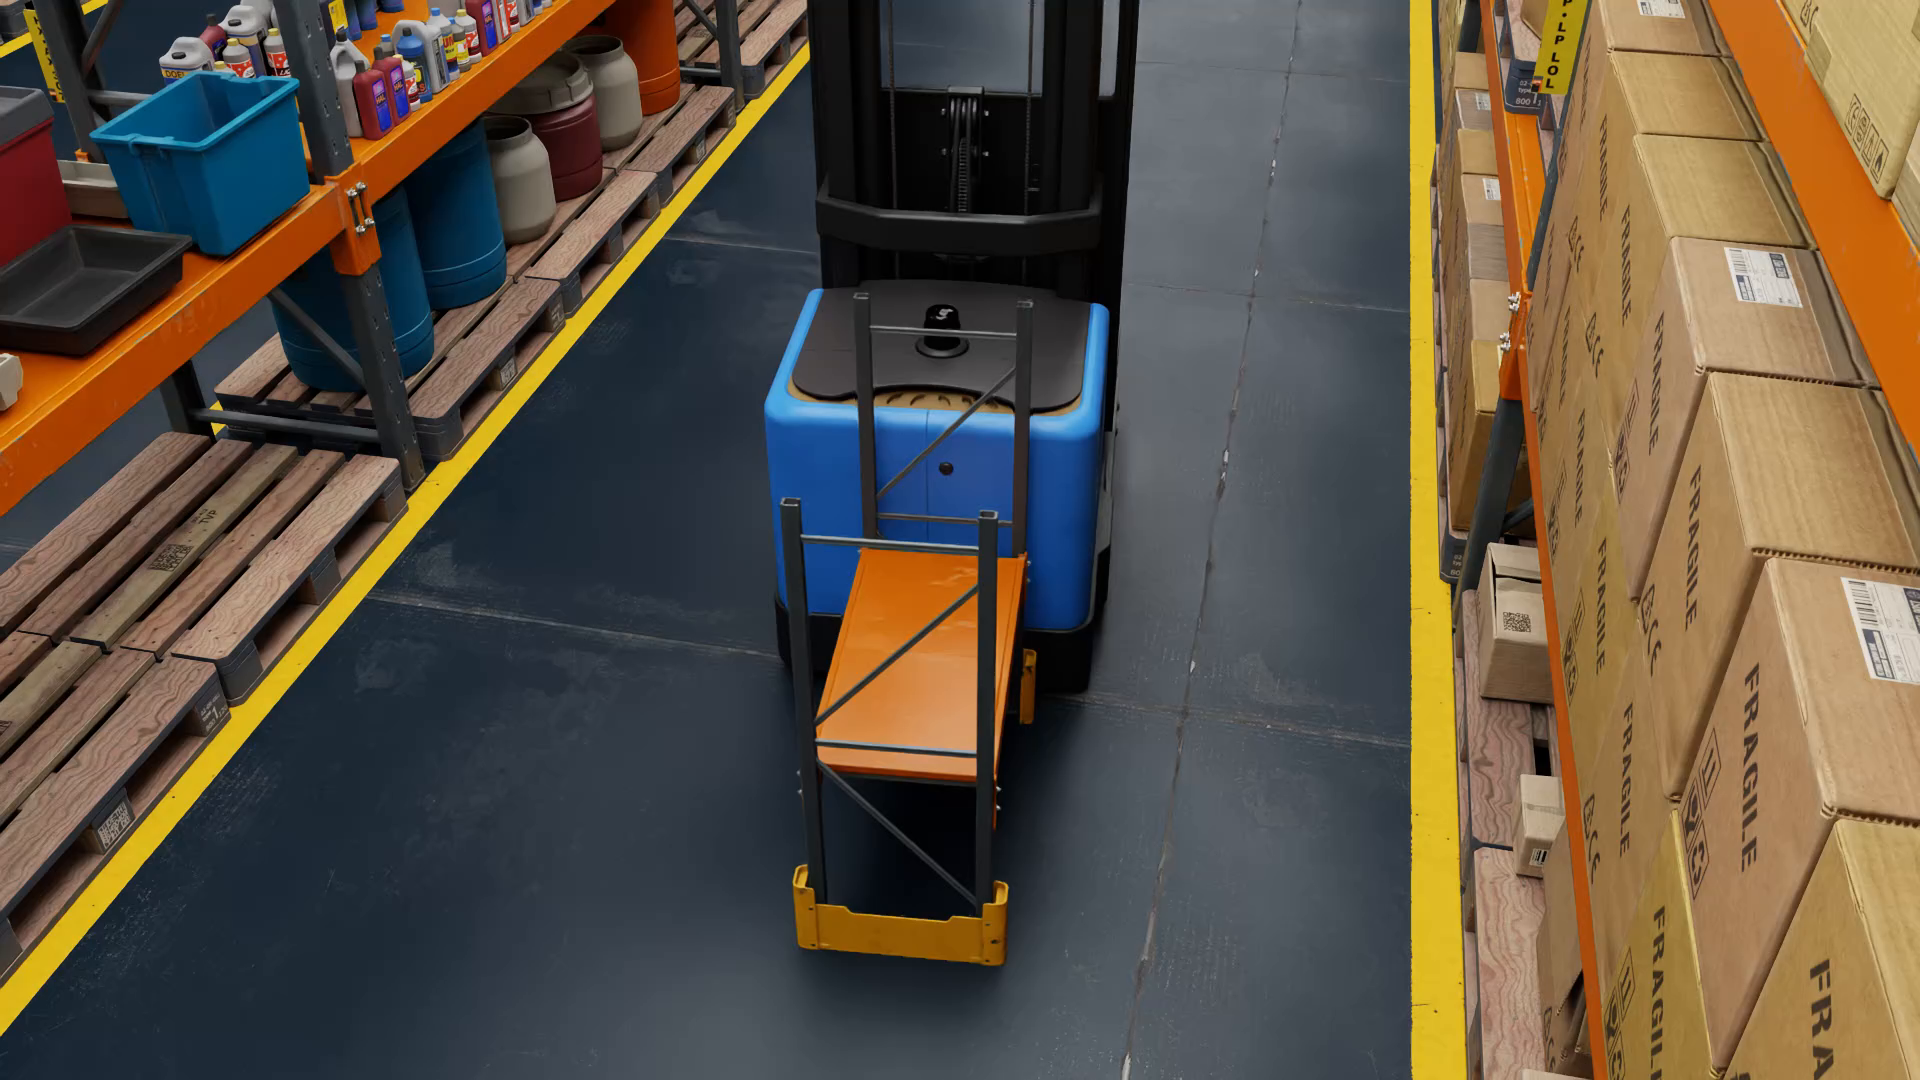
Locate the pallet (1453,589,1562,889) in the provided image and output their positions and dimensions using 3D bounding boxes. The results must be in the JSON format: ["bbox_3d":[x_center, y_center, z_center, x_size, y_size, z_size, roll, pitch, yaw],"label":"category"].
[{"bbox_3d":[2.074,0.654,5.169,1.003,0.211,1.213,7,37,10],"label":"pallet"}]

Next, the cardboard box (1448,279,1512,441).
[{"bbox_3d":[2.161,-0.636,6.327,0.500,0.500,0.500,7,37,10],"label":"cardboard box"}]

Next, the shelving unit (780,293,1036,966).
[{"bbox_3d":[-0.106,0.243,4.637,0.587,1.500,1.083,4,36,5],"label":"shelving unit"}]

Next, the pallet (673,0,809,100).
[{"bbox_3d":[-1.559,-3.096,10.341,1.003,0.211,1.213,7,37,10],"label":"pallet"}]

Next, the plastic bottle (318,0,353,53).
[{"bbox_3d":[-2.560,-2.128,6.672,0.144,0.351,0.185,7,37,10],"label":"plastic bottle"}]

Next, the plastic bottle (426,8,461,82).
[{"bbox_3d":[-2.016,-1.931,6.467,0.097,0.271,0.097,0,36,0],"label":"plastic bottle"}]

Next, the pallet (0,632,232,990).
[{"bbox_3d":[-2.995,0.765,5.015,1.003,0.211,1.213,7,37,10],"label":"pallet"}]

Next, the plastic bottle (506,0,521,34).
[{"bbox_3d":[-1.897,-2.223,6.931,0.097,0.201,0.097,0,36,0],"label":"plastic bottle"}]

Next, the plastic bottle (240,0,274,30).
[{"bbox_3d":[-2.740,-2.040,6.551,0.144,0.351,0.185,7,37,10],"label":"plastic bottle"}]

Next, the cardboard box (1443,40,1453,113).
[{"bbox_3d":[2.950,-2.551,9.199,0.500,0.250,0.500,8,37,11],"label":"cardboard box"}]

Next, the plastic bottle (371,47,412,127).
[{"bbox_3d":[-2.093,-1.678,6.109,0.061,0.283,0.133,7,37,10],"label":"plastic bottle"}]

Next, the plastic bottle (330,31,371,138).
[{"bbox_3d":[-2.216,-1.657,6.022,0.144,0.351,0.185,7,37,10],"label":"plastic bottle"}]

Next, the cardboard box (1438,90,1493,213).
[{"bbox_3d":[2.593,-1.802,7.936,0.500,0.500,0.500,6,36,8],"label":"cardboard box"}]

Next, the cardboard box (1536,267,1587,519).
[{"bbox_3d":[1.740,-0.358,4.102,0.500,0.500,0.500,8,37,11],"label":"cardboard box"}]

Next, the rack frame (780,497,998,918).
[{"bbox_3d":[-0.163,0.534,4.235,0.500,1.500,0.032,4,36,5],"label":"rack frame"}]

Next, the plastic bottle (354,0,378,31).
[{"bbox_3d":[-2.508,-2.277,6.946,0.097,0.271,0.097,0,36,0],"label":"plastic bottle"}]

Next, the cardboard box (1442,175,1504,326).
[{"bbox_3d":[2.374,-1.216,7.126,0.500,0.500,0.500,6,36,8],"label":"cardboard box"}]

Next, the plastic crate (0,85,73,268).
[{"bbox_3d":[-3.053,-1.062,5.054,0.402,0.464,0.583,7,37,10],"label":"plastic crate"}]

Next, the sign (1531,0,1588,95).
[{"bbox_3d":[1.678,-1.405,4.647,0.100,0.325,0.005,7,37,10],"label":"sign"}]

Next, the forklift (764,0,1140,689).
[{"bbox_3d":[0.071,-1.550,5.892,1.130,2.935,3.031,4,36,5],"label":"forklift"}]

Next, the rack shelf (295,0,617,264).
[{"bbox_3d":[-2.190,-2.348,7.546,1.077,0.370,4.000,7,37,10],"label":"rack shelf"}]

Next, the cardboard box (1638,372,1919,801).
[{"bbox_3d":[1.407,0.102,2.617,0.500,0.500,0.500,8,37,11],"label":"cardboard box"}]

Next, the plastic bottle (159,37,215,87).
[{"bbox_3d":[-2.849,-1.708,6.157,0.152,0.276,0.135,7,37,10],"label":"plastic bottle"}]

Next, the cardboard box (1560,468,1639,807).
[{"bbox_3d":[1.524,0.221,3.304,0.500,0.500,0.500,7,36,9],"label":"cardboard box"}]

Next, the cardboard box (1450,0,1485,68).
[{"bbox_3d":[2.947,-2.777,9.033,0.500,0.311,0.500,8,37,11],"label":"cardboard box"}]

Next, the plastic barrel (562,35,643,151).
[{"bbox_3d":[-1.884,-2.331,8.672,0.421,0.512,0.421,0,36,0],"label":"plastic barrel"}]

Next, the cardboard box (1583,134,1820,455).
[{"bbox_3d":[1.626,-0.489,3.432,0.500,0.500,0.500,6,36,9],"label":"cardboard box"}]

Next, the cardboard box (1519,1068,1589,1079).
[{"bbox_3d":[1.475,1.476,3.626,0.500,0.250,0.500,7,37,10],"label":"cardboard box"}]

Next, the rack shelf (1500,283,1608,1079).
[{"bbox_3d":[1.794,0.569,3.522,1.077,0.370,4.000,7,37,10],"label":"rack shelf"}]

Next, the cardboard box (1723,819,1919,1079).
[{"bbox_3d":[1.193,0.689,1.806,0.500,0.500,0.500,7,37,10],"label":"cardboard box"}]

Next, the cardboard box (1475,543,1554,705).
[{"bbox_3d":[1.920,0.255,5.259,0.500,0.311,0.500,7,37,10],"label":"cardboard box"}]

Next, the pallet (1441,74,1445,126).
[{"bbox_3d":[3.290,-2.500,9.520,1.003,0.211,1.213,7,37,10],"label":"pallet"}]

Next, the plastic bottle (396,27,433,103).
[{"bbox_3d":[-2.066,-1.798,6.284,0.097,0.271,0.097,0,36,0],"label":"plastic bottle"}]

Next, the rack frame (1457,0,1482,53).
[{"bbox_3d":[3.076,-3.162,8.057,1.000,3.000,0.127,7,37,10],"label":"rack frame"}]

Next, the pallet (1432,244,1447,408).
[{"bbox_3d":[2.617,-0.913,7.329,1.003,0.211,1.213,7,37,10],"label":"pallet"}]

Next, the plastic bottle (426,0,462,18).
[{"bbox_3d":[-2.097,-2.209,6.848,0.152,0.276,0.135,7,37,10],"label":"plastic bottle"}]

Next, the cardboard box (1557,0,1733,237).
[{"bbox_3d":[1.846,-1.080,4.246,0.500,0.500,0.500,8,37,11],"label":"cardboard box"}]

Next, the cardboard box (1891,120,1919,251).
[{"bbox_3d":[1.337,-0.343,1.738,0.500,0.250,0.500,7,37,10],"label":"cardboard box"}]

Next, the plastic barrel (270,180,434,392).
[{"bbox_3d":[-2.484,-1.122,6.673,0.600,0.901,0.708,7,37,10],"label":"plastic barrel"}]

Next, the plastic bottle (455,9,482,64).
[{"bbox_3d":[-1.975,-2.014,6.642,0.097,0.201,0.097,0,36,0],"label":"plastic bottle"}]

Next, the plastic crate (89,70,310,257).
[{"bbox_3d":[-2.383,-1.200,5.312,0.392,0.384,0.575,7,37,10],"label":"plastic crate"}]

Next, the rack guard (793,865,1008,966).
[{"bbox_3d":[-0.163,1.039,4.603,0.587,0.250,0.087,4,36,5],"label":"rack guard"}]

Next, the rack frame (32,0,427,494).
[{"bbox_3d":[-2.617,-1.492,5.753,1.000,3.000,0.127,7,37,10],"label":"rack frame"}]

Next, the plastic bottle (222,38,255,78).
[{"bbox_3d":[-2.763,-1.817,6.370,0.097,0.201,0.097,0,36,0],"label":"plastic bottle"}]

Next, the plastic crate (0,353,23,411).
[{"bbox_3d":[-2.695,-0.374,4.383,0.293,0.136,0.466,7,37,10],"label":"plastic crate"}]

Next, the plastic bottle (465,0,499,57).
[{"bbox_3d":[-1.932,-2.111,6.706,0.061,0.283,0.133,7,37,10],"label":"plastic bottle"}]

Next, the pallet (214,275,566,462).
[{"bbox_3d":[-2.411,-0.800,7.174,1.003,0.211,1.213,7,37,10],"label":"pallet"}]

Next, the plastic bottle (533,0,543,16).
[{"bbox_3d":[-1.847,-2.385,7.094,0.097,0.271,0.097,0,36,0],"label":"plastic bottle"}]

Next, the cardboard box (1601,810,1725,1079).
[{"bbox_3d":[1.304,0.795,2.512,0.500,0.500,0.500,8,37,10],"label":"cardboard box"}]

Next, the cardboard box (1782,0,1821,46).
[{"bbox_3d":[1.553,-0.916,2.529,0.500,0.250,0.500,7,37,10],"label":"cardboard box"}]

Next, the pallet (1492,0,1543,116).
[{"bbox_3d":[2.665,-1.969,6.574,1.003,0.211,1.213,7,37,10],"label":"pallet"}]

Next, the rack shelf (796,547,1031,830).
[{"bbox_3d":[-0.105,0.383,4.750,0.538,0.185,1.000,4,36,5],"label":"rack shelf"}]

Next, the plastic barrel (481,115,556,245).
[{"bbox_3d":[-2.125,-1.683,7.778,0.421,0.512,0.421,0,36,0],"label":"plastic barrel"}]

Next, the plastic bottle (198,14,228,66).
[{"bbox_3d":[-2.844,-1.850,6.346,0.061,0.283,0.133,7,37,10],"label":"plastic bottle"}]

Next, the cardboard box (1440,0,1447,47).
[{"bbox_3d":[3.167,-3.135,10.005,0.500,0.250,0.500,8,37,11],"label":"cardboard box"}]

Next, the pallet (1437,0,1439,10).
[{"bbox_3d":[3.811,-3.899,11.450,1.003,0.211,1.213,7,37,10],"label":"pallet"}]

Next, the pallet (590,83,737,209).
[{"bbox_3d":[-1.890,-2.199,9.104,1.003,0.211,1.213,7,37,10],"label":"pallet"}]
